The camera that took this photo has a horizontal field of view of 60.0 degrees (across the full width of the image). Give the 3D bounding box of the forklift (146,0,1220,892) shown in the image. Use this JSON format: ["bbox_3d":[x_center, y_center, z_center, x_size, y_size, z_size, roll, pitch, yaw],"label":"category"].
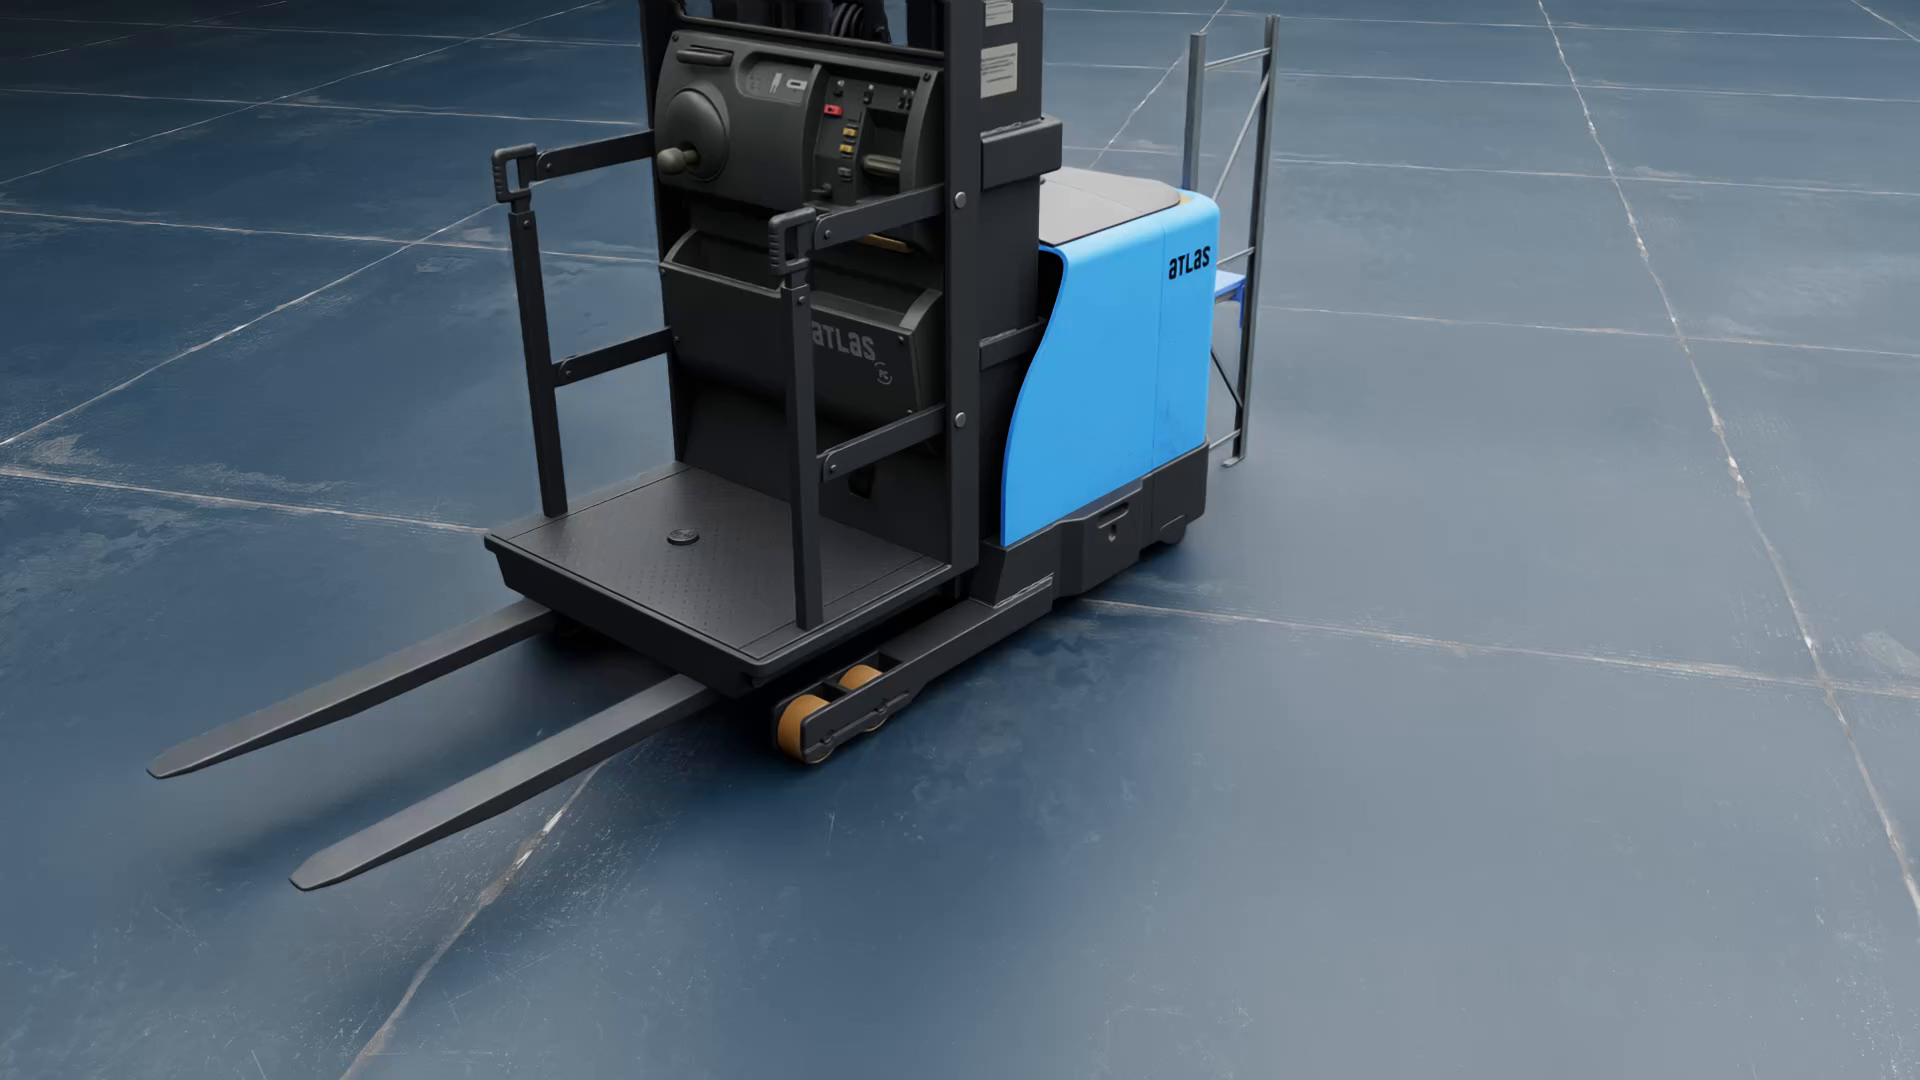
[{"bbox_3d":[-0.562,-1.018,3.978,1.130,2.935,3.031,20,32,36],"label":"forklift"}]

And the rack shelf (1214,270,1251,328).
[{"bbox_3d":[0.441,-0.860,5.729,1.000,0.185,0.538,19,31,34],"label":"rack shelf"}]

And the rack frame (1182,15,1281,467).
[{"bbox_3d":[0.841,-0.887,5.368,0.032,1.500,0.500,19,31,34],"label":"rack frame"}]

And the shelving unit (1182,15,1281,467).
[{"bbox_3d":[0.442,-1.022,5.652,1.048,1.500,0.538,19,31,34],"label":"shelving unit"}]
